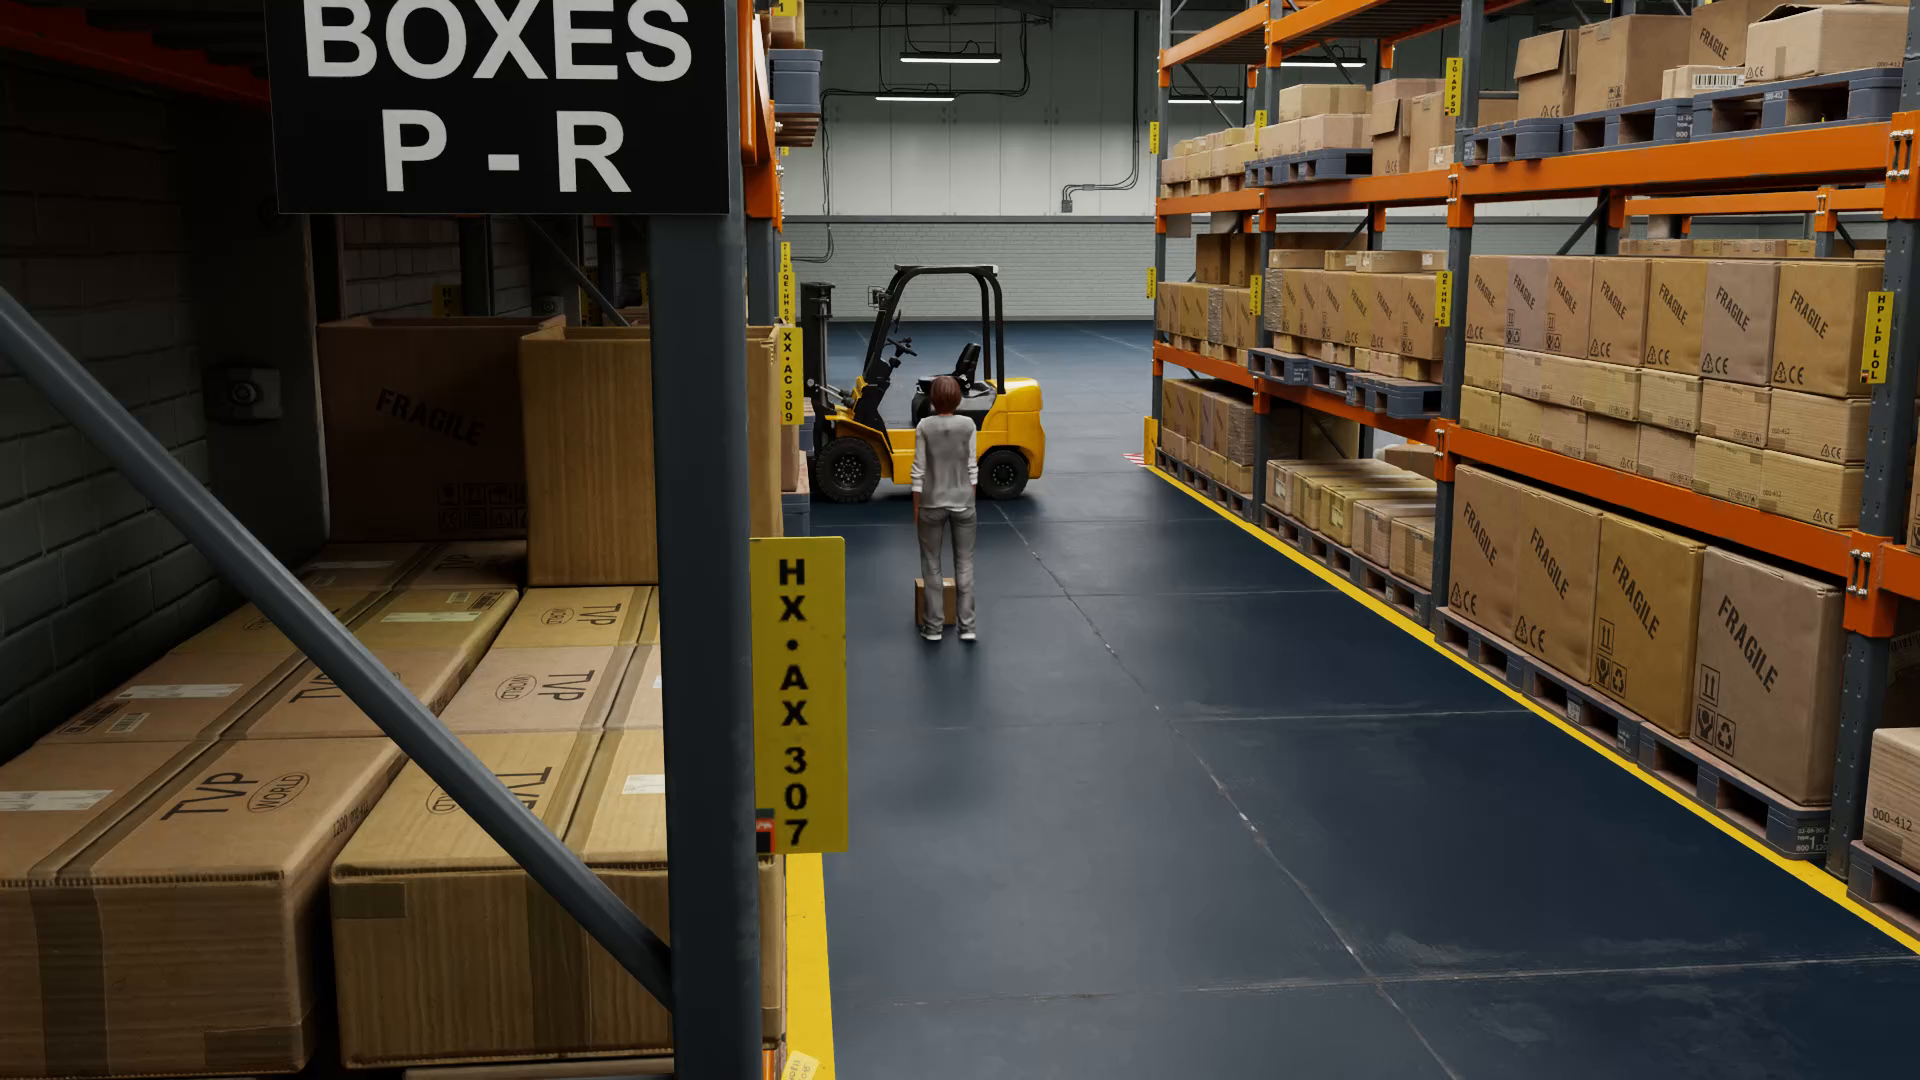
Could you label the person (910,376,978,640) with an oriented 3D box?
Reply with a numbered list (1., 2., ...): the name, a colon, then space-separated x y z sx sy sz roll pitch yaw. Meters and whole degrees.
1. person: -0.096 -0.181 9.984 0.407 1.600 0.302 -2 10 -9
